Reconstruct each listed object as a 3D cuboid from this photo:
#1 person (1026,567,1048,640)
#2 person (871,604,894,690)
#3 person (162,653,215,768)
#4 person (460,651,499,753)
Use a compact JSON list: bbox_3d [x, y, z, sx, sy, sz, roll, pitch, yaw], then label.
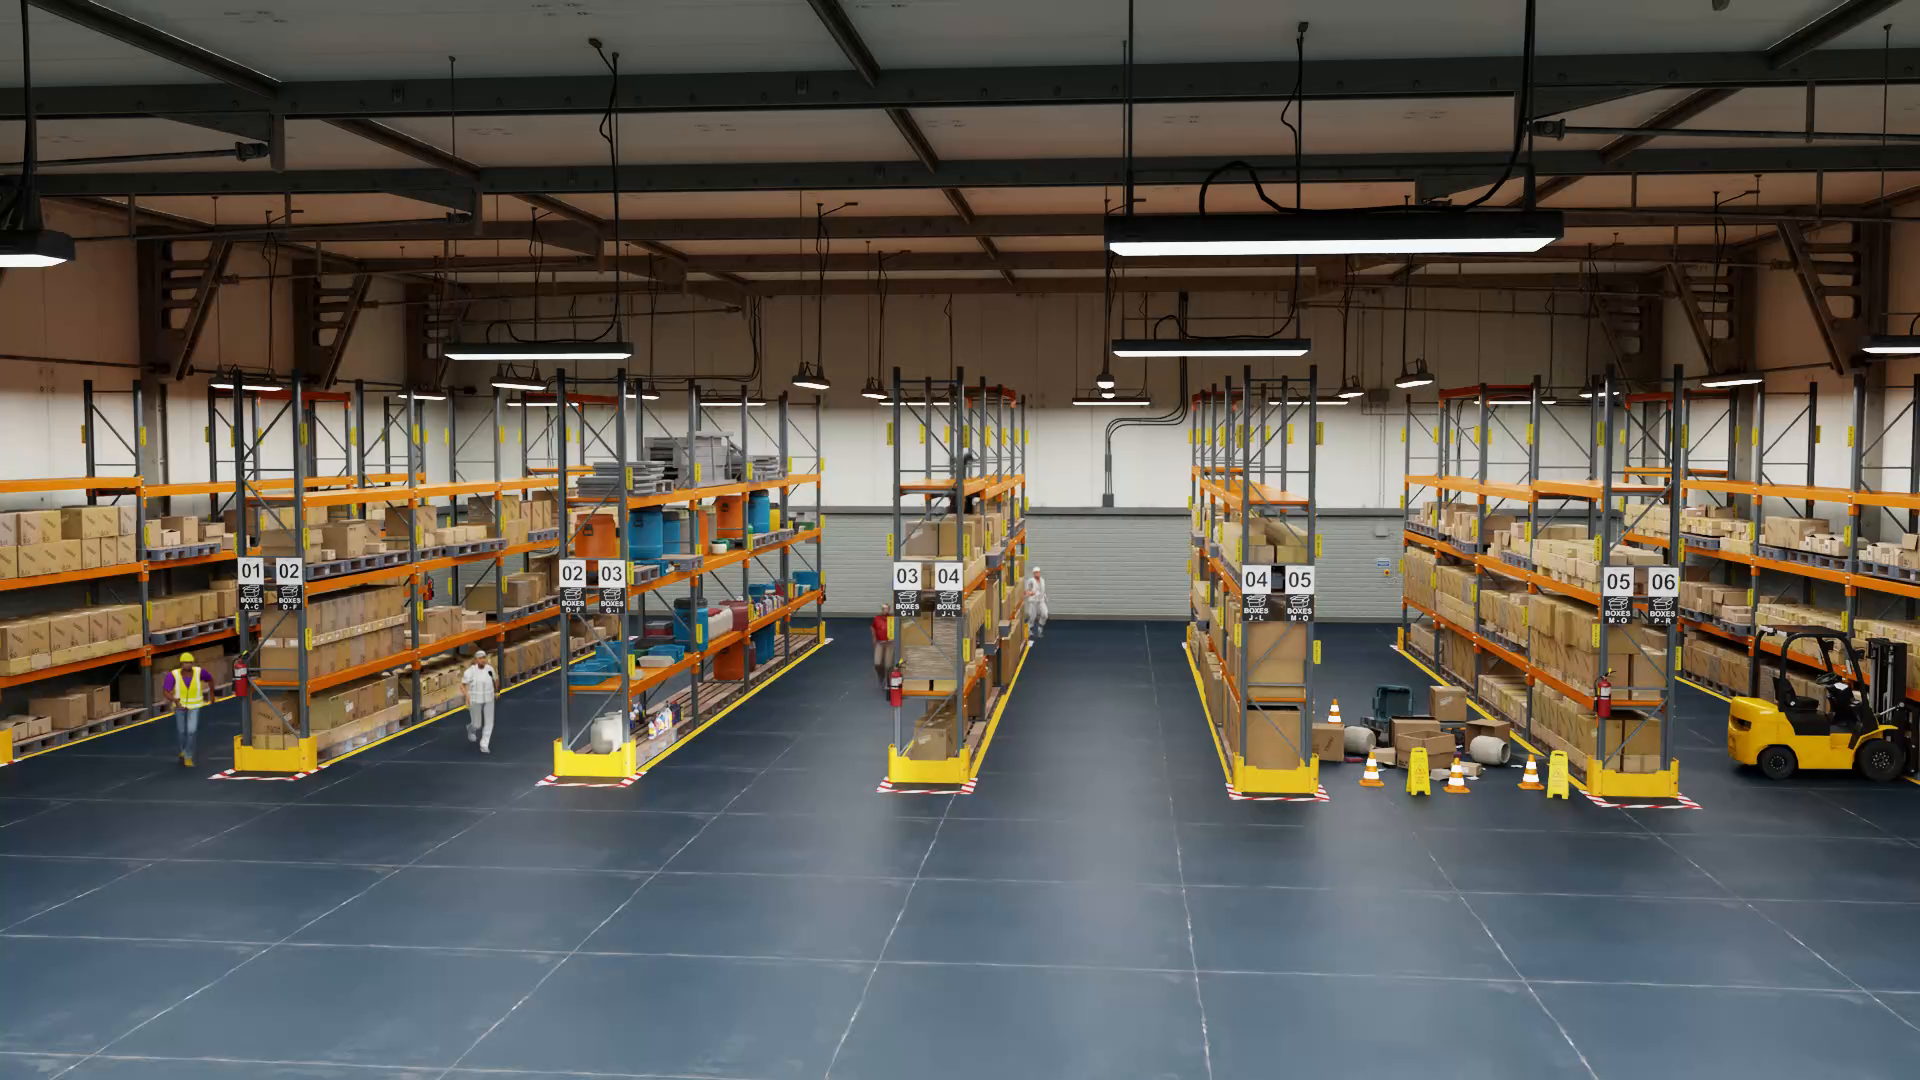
[{"bbox_3d":[1.921,1.559,41.072,0.648,1.800,0.808,-2,4,-25],"label":"person"},{"bbox_3d":[-1.476,2.119,32.849,0.668,1.726,0.669,1,4,8],"label":"person"},{"bbox_3d":[-11.790,2.582,25.423,0.676,1.771,0.891,-1,4,-18],"label":"person"},{"bbox_3d":[-7.646,2.559,26.497,0.616,1.621,0.642,-2,4,-30],"label":"person"}]
